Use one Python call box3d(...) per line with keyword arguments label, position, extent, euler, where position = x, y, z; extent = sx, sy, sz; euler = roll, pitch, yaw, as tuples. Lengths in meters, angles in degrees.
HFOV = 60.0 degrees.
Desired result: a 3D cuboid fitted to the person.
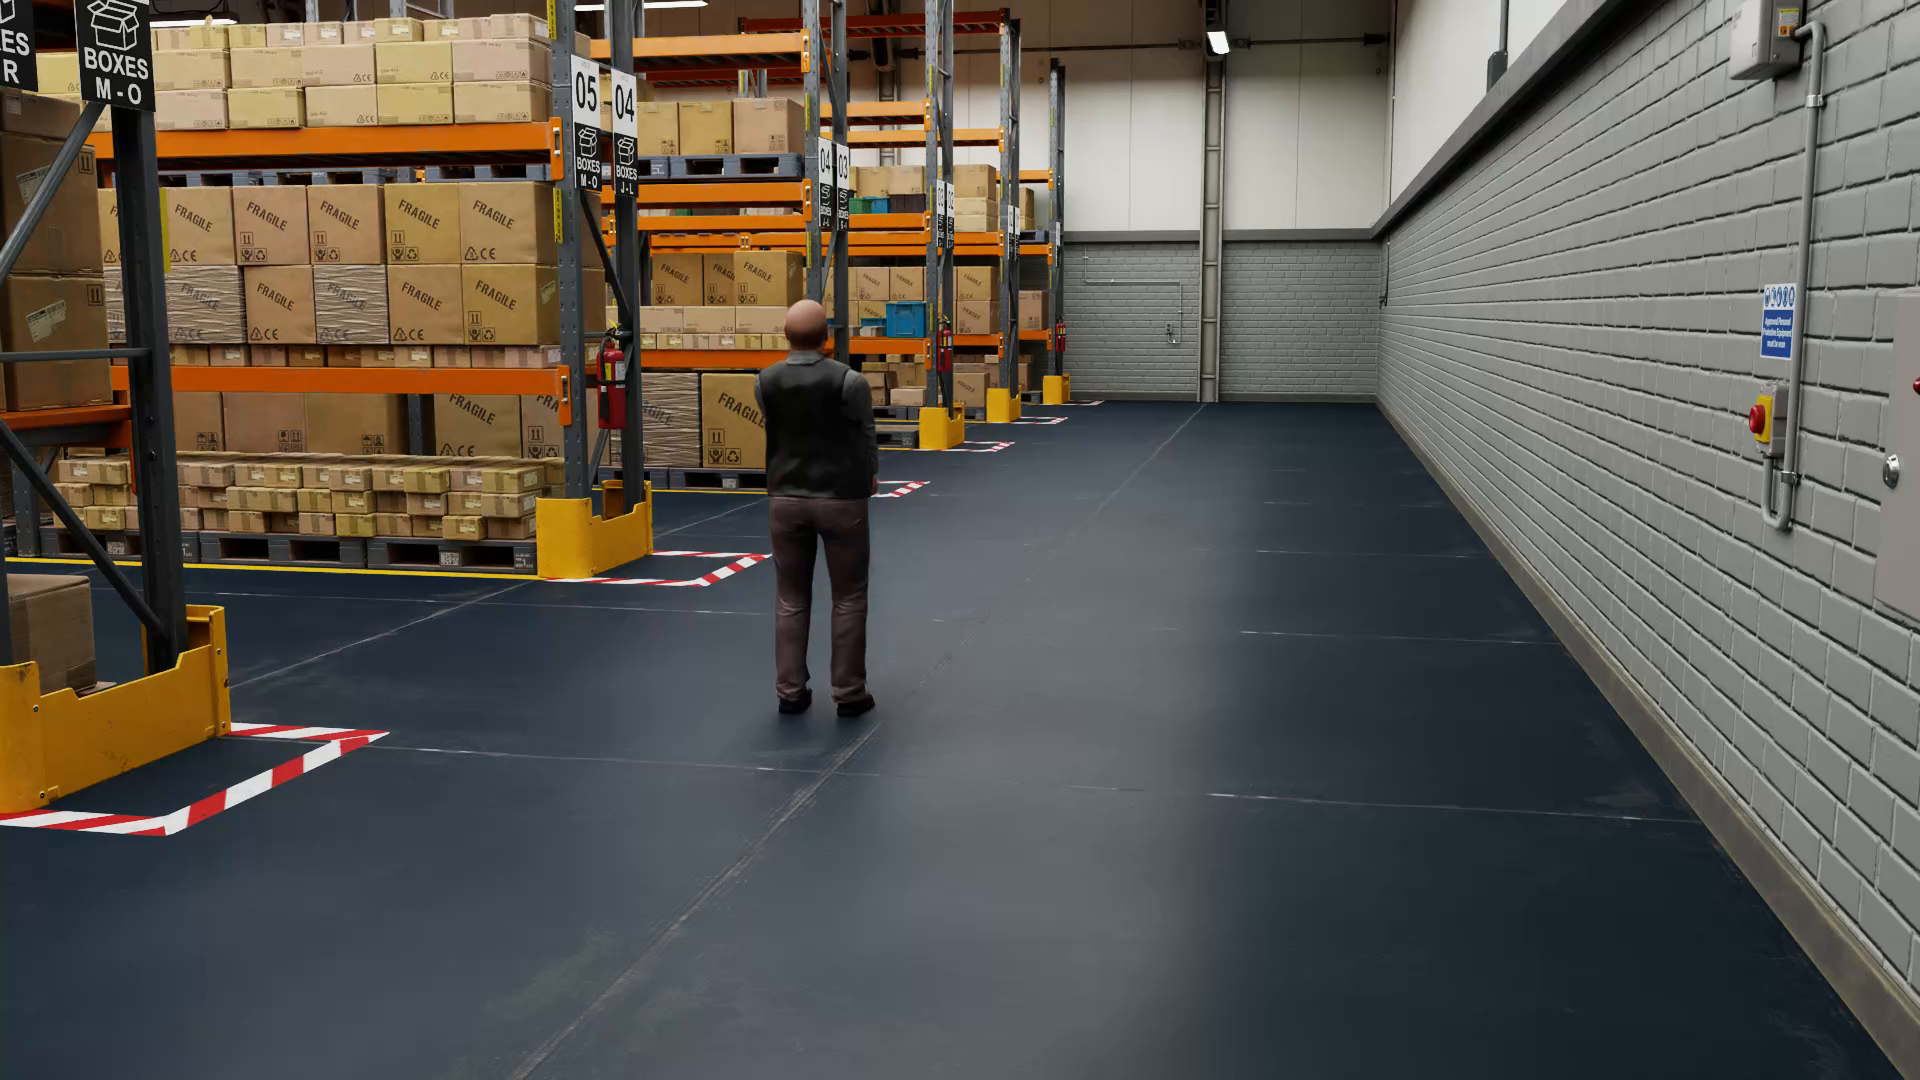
box3d(label="person", position=(-0.581, -0.145, 6.978), extent=(0.494, 1.711, 0.551), euler=(2, 8, 12))
